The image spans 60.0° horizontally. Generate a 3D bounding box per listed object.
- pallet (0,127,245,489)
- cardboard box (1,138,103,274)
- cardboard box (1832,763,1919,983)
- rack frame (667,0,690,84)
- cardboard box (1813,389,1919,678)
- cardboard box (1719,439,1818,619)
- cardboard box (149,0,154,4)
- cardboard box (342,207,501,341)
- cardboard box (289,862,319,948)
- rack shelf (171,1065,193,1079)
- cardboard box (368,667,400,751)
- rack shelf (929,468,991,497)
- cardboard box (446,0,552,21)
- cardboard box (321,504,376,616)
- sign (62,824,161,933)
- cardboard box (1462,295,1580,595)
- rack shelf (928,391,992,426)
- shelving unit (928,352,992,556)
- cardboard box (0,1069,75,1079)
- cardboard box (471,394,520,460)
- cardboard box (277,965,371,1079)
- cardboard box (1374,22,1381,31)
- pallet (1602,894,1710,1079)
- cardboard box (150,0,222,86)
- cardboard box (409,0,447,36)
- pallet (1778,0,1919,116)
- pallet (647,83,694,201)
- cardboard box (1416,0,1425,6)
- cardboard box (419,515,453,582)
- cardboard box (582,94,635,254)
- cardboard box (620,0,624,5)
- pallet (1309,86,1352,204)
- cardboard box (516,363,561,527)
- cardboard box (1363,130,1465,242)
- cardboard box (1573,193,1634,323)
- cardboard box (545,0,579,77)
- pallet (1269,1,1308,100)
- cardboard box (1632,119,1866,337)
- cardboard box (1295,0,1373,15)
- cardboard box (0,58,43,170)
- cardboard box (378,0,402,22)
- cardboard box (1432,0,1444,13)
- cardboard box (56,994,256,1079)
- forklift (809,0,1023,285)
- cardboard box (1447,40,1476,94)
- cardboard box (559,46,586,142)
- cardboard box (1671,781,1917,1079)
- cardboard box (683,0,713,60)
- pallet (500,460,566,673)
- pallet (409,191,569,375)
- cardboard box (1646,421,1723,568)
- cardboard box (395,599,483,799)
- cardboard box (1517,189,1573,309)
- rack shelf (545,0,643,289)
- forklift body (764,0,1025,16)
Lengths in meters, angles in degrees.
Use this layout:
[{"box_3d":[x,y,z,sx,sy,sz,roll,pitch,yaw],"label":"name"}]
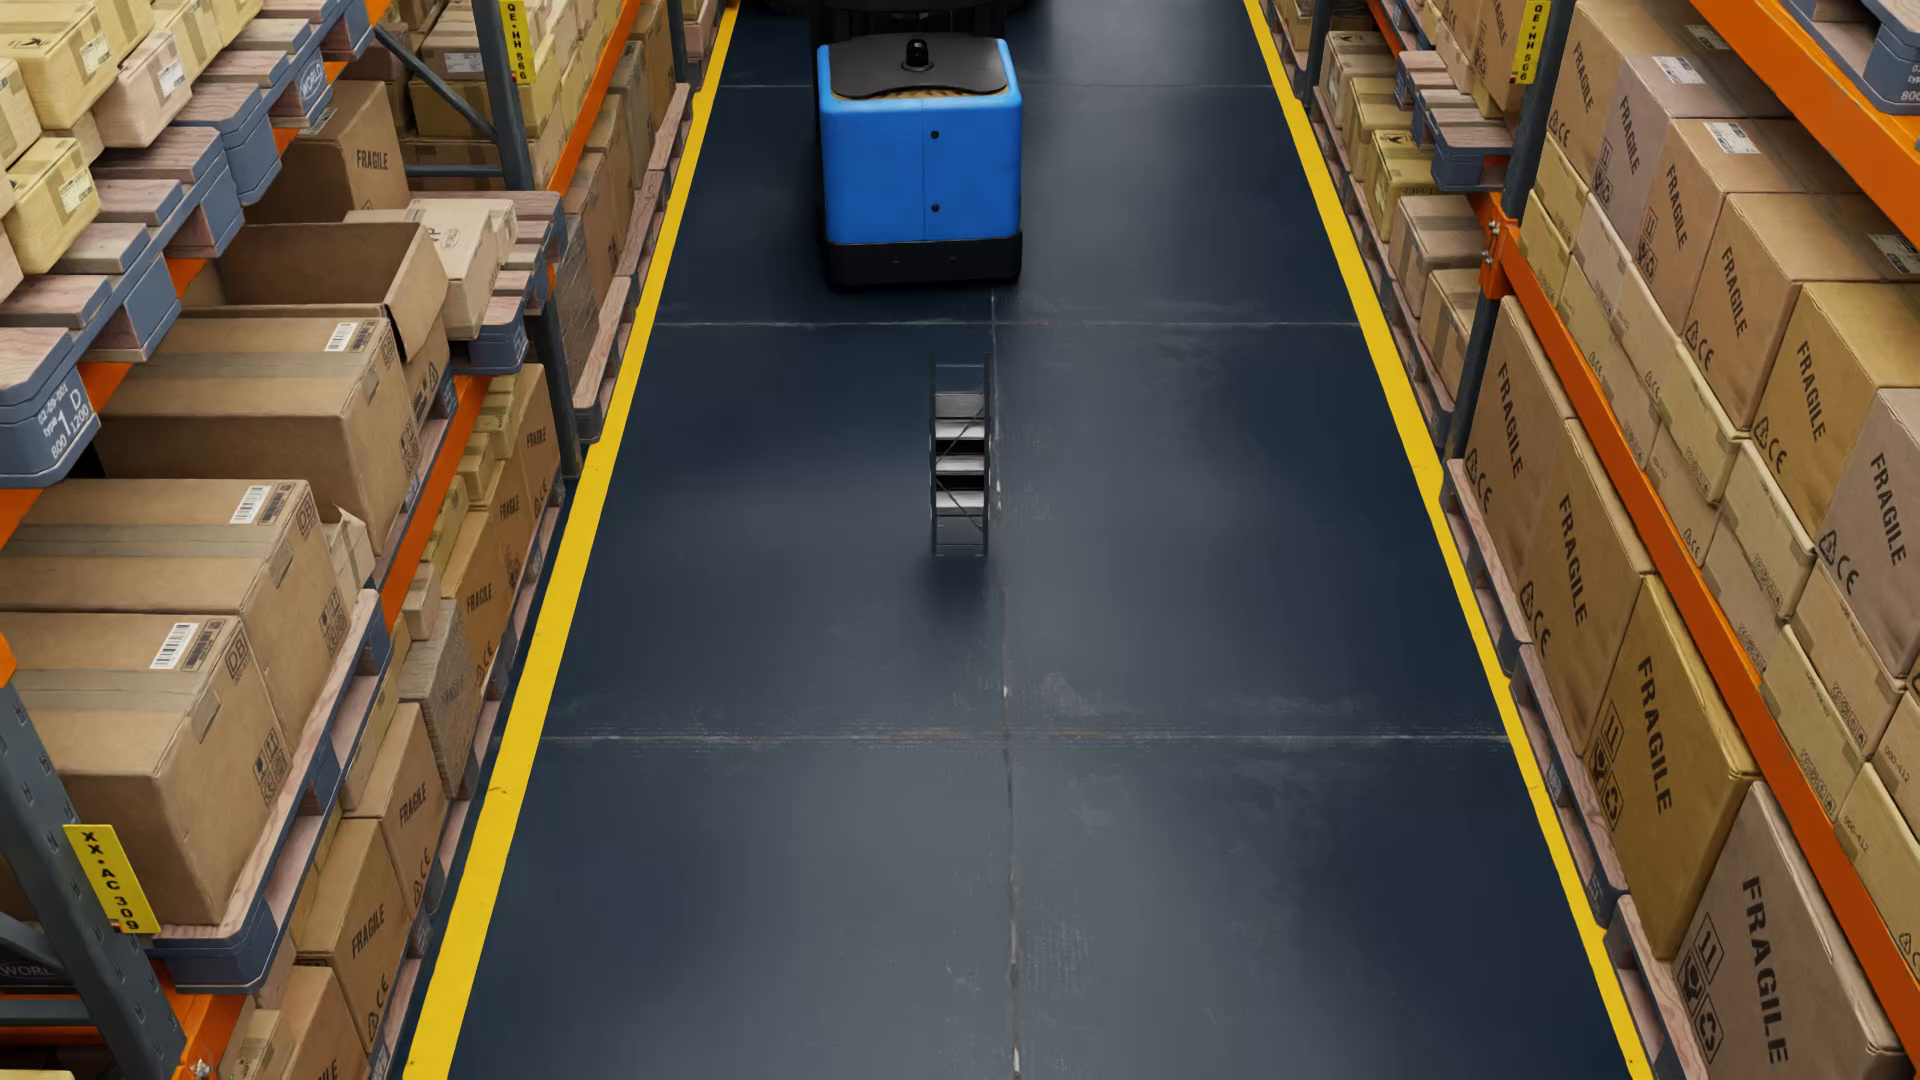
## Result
[{"box_3d":[-2.163,-0.484,3.207,1.213,0.211,1.003,0,39,0],"label":"pallet"},{"box_3d":[-1.801,-0.603,2.991,0.380,0.149,0.250,0,39,0],"label":"cardboard box"},{"box_3d":[2.478,0.793,3.981,0.500,0.250,0.500,-1,39,-1],"label":"cardboard box"},{"box_3d":[-2.242,-3.982,9.820,1.000,3.000,0.127,0,39,0],"label":"rack frame"},{"box_3d":[2.471,-0.017,3.993,0.500,0.500,0.500,1,39,1],"label":"cardboard box"},{"box_3d":[2.473,-0.033,4.613,0.500,0.250,0.500,1,39,1],"label":"cardboard box"},{"box_3d":[-1.910,-1.204,3.502,0.380,0.149,0.250,0,39,1],"label":"cardboard box"},{"box_3d":[-1.913,-0.926,5.791,0.500,0.250,0.500,-2,39,-2],"label":"cardboard box"},{"box_3d":[-2.057,1.021,4.721,0.380,0.149,0.250,-2,39,-2],"label":"cardboard box"},{"box_3d":[-2.231,2.553,2.241,1.077,0.370,4.000,0,39,0],"label":"rack shelf"},{"box_3d":[-2.031,0.539,5.324,0.380,0.149,0.250,1,39,2],"label":"cardboard box"},{"box_3d":[0.000,-0.250,7.039,0.258,0.077,0.200,0,39,0],"label":"rack shelf"},{"box_3d":[-1.971,-2.300,7.122,0.380,0.149,0.250,1,39,1],"label":"cardboard box"},{"box_3d":[-1.851,0.041,4.572,0.396,0.266,0.258,2,39,2],"label":"cardboard box"},{"box_3d":[-1.690,0.678,3.313,0.100,0.325,0.005,0,39,0],"label":"sign"},{"box_3d":[2.644,-0.389,6.700,0.875,0.875,0.875,0,39,0],"label":"cardboard box"},{"box_3d":[0.000,-0.531,6.814,0.258,0.077,0.200,0,39,0],"label":"rack shelf"},{"box_3d":[0.000,-0.346,6.962,0.258,0.900,0.210,0,39,0],"label":"shelving unit"},{"box_3d":[-1.988,1.282,3.134,0.500,0.250,0.500,1,39,1],"label":"cardboard box"},{"box_3d":[-1.952,-0.442,6.548,0.380,0.149,0.250,-2,39,-2],"label":"cardboard box"},{"box_3d":[-2.008,1.530,4.605,0.500,0.500,0.500,2,39,2],"label":"cardboard box"},{"box_3d":[2.991,-3.448,11.016,0.500,0.250,0.500,-2,39,-2],"label":"cardboard box"},{"box_3d":[2.655,1.621,5.059,1.003,0.211,1.213,0,39,0],"label":"pallet"},{"box_3d":[-1.839,-1.080,3.586,0.380,0.149,0.250,0,39,-1],"label":"cardboard box"},{"box_3d":[-2.518,-2.217,7.338,0.500,0.250,0.500,0,39,0],"label":"cardboard box"},{"box_3d":[2.784,-1.481,4.452,1.003,0.211,1.213,2,39,2],"label":"pallet"},{"box_3d":[-2.202,-2.433,10.117,1.003,0.211,1.213,0,39,0],"label":"pallet"},{"box_3d":[2.410,-2.726,8.118,0.380,0.149,0.250,-1,39,-1],"label":"cardboard box"},{"box_3d":[-2.040,0.043,5.942,0.380,0.149,0.250,-1,39,-1],"label":"cardboard box"},{"box_3d":[-2.234,-1.937,8.832,0.875,0.625,0.625,-2,39,-2],"label":"cardboard box"},{"box_3d":[-2.004,-2.983,8.694,0.500,0.250,0.500,0,39,0],"label":"cardboard box"},{"box_3d":[2.724,-2.413,10.092,1.003,0.211,1.213,0,39,0],"label":"pallet"},{"box_3d":[-2.022,-0.404,7.019,0.500,0.500,0.500,1,39,1],"label":"cardboard box"},{"box_3d":[2.731,-1.914,9.005,0.950,0.372,0.625,1,39,1],"label":"cardboard box"},{"box_3d":[2.479,-0.982,5.797,0.500,0.250,0.500,1,39,1],"label":"cardboard box"},{"box_3d":[-1.993,-2.208,7.326,0.500,0.250,0.500,1,39,1],"label":"cardboard box"},{"box_3d":[2.685,-3.319,11.223,1.003,0.211,1.213,0,39,0],"label":"pallet"},{"box_3d":[2.478,-0.973,5.186,0.500,0.500,0.500,1,39,1],"label":"cardboard box"},{"box_3d":[2.453,-3.741,10.783,0.500,0.500,0.500,-1,39,-1],"label":"cardboard box"},{"box_3d":[-1.866,-0.724,2.904,0.380,0.149,0.250,1,39,1],"label":"cardboard box"},{"box_3d":[-2.552,-2.139,6.922,0.380,0.149,0.250,1,39,1],"label":"cardboard box"},{"box_3d":[2.434,-2.728,7.602,0.500,0.500,0.500,-3,39,-3],"label":"cardboard box"},{"box_3d":[-2.028,1.239,4.212,0.380,0.149,0.250,-1,39,-1],"label":"cardboard box"},{"box_3d":[-0.315,-3.406,9.156,1.130,2.935,3.031,-3,39,-4],"label":"forklift"},{"box_3d":[2.373,-2.082,7.314,0.380,0.149,0.250,0,39,0],"label":"cardboard box"},{"box_3d":[-1.989,-2.014,7.484,0.500,0.250,0.500,-1,39,-1],"label":"cardboard box"},{"box_3d":[2.650,1.293,4.601,0.875,0.875,0.875,1,39,1],"label":"cardboard box"},{"box_3d":[-1.912,-3.375,10.926,0.500,0.250,0.500,0,39,0],"label":"cardboard box"},{"box_3d":[-2.274,0.075,6.988,1.003,0.211,1.213,0,39,0],"label":"pallet"},{"box_3d":[-2.167,-0.982,6.230,1.213,0.211,1.003,0,39,0],"label":"pallet"},{"box_3d":[2.492,-0.164,5.175,0.500,0.250,0.500,0,39,0],"label":"cardboard box"},{"box_3d":[-2.009,0.561,5.815,0.500,0.500,0.500,-1,39,-2],"label":"cardboard box"},{"box_3d":[2.475,-1.121,6.371,0.500,0.250,0.500,-1,39,-1],"label":"cardboard box"},{"box_3d":[-2.240,-2.450,8.484,1.077,0.370,4.000,0,39,0],"label":"rack shelf"},{"box_3d":[-0.420,-4.967,11.729,2.313,2.155,1.214,0,39,0],"label":"forklift body"}]
